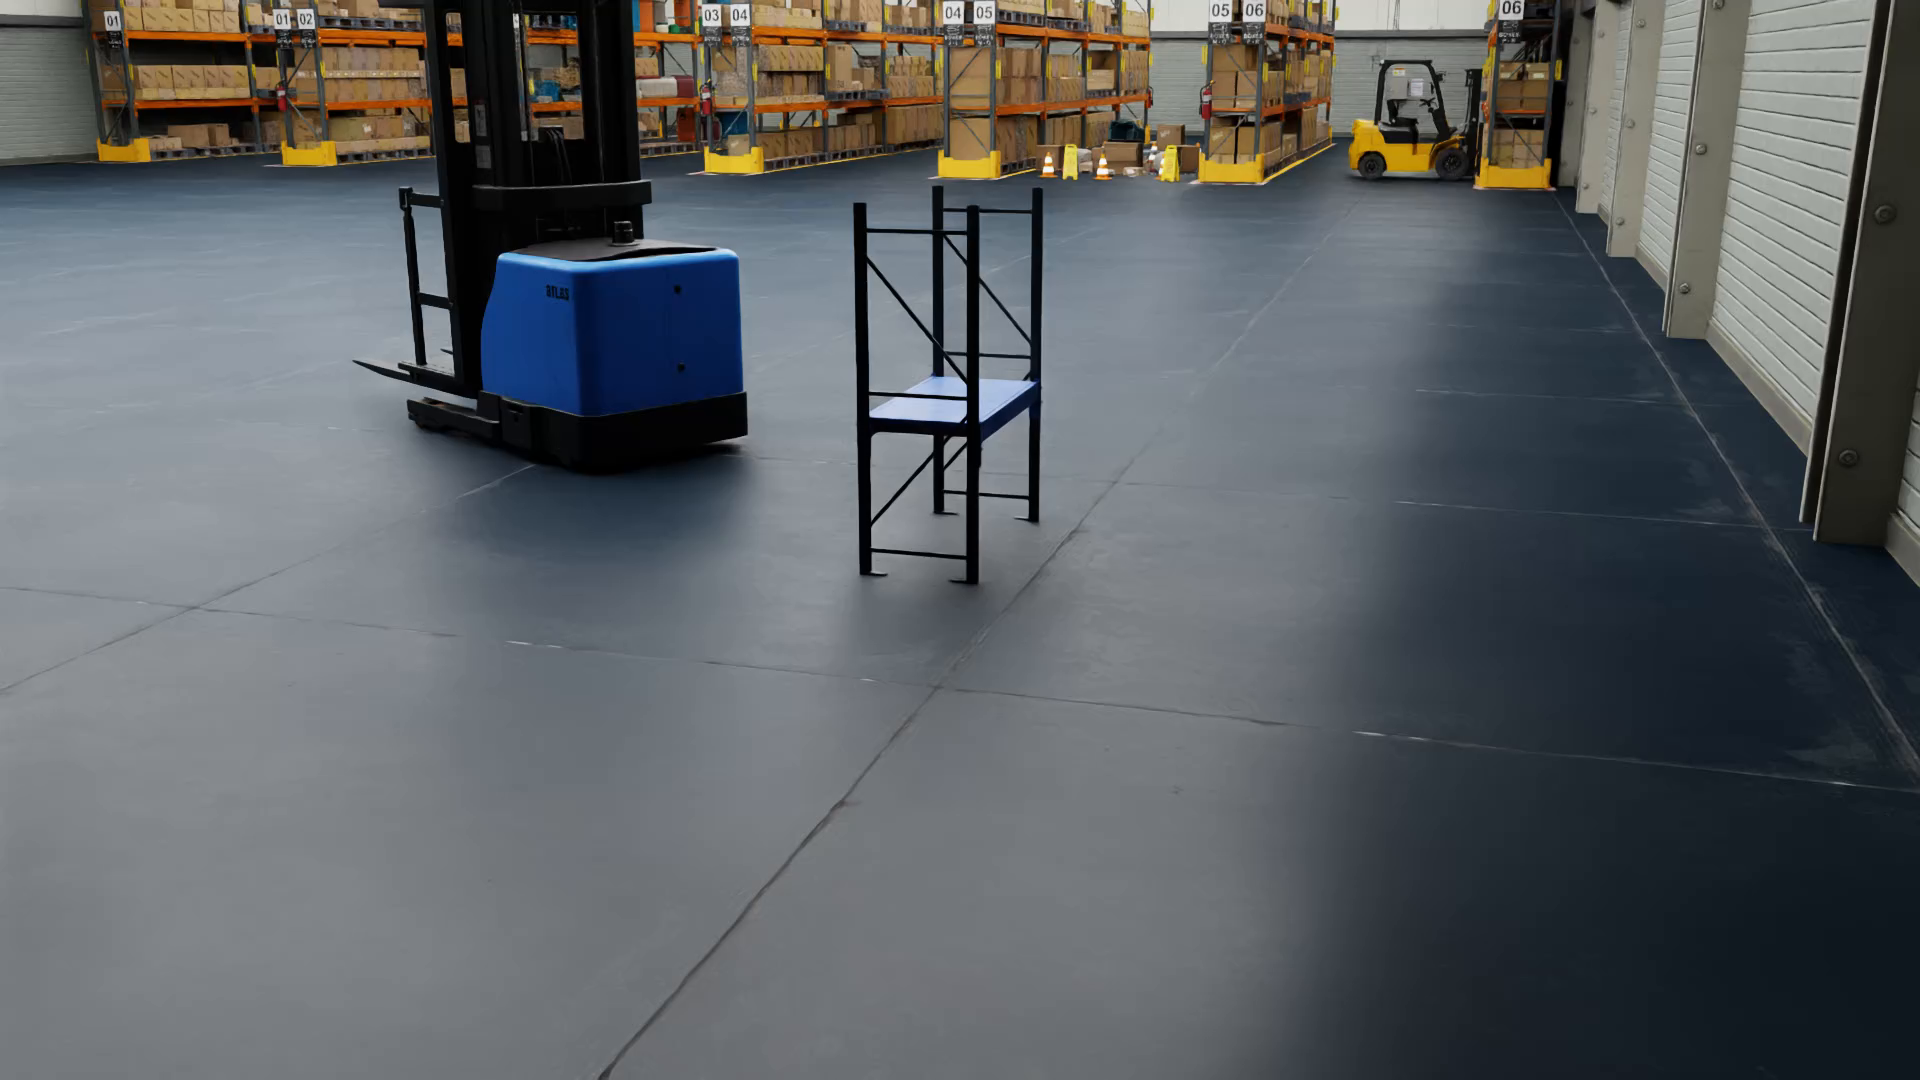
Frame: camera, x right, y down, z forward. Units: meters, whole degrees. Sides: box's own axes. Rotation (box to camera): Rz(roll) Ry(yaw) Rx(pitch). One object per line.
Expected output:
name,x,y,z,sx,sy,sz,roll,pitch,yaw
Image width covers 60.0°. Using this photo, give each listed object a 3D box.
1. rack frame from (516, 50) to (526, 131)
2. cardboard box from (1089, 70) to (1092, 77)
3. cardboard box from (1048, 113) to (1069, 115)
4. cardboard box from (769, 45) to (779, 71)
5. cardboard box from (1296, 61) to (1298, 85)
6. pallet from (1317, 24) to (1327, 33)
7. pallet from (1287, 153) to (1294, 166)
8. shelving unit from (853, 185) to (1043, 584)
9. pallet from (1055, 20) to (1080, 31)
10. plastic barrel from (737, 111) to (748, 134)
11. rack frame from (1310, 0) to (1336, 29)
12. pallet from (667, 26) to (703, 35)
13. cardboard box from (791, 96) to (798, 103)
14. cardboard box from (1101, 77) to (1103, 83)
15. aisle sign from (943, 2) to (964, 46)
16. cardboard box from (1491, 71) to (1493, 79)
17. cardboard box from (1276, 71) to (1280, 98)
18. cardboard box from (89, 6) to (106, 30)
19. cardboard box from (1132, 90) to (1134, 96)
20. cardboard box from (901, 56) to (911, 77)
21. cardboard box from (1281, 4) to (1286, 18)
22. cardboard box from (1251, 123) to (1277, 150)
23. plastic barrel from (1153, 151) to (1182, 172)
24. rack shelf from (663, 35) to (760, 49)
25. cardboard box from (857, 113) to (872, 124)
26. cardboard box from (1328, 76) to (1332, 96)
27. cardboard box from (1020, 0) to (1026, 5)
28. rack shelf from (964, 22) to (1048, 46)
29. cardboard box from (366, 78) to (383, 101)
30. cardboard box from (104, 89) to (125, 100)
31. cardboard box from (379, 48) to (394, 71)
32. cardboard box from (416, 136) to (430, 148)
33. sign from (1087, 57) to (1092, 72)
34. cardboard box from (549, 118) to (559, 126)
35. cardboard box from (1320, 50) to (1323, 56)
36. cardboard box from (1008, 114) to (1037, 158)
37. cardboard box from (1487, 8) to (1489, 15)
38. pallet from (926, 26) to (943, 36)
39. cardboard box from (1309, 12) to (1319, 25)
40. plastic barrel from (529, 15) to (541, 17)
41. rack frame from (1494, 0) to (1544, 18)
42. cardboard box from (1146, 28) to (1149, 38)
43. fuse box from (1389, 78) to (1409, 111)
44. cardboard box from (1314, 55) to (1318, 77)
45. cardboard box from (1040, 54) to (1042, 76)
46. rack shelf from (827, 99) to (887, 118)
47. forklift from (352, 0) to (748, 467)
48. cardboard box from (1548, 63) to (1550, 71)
rack frame,-11.766,-11.657,42.931,1.000,3.000,0.127,5,16,16
cardboard box,2.922,-11.085,39.513,0.380,0.149,0.250,5,16,16
cardboard box,2.401,-10.037,39.654,0.500,0.250,0.500,4,16,15
cardboard box,-3.976,-9.720,33.542,0.500,0.500,0.500,5,16,16
cardboard box,6.935,-9.961,35.454,0.500,0.500,0.500,4,16,14
pallet,8.612,-12.780,41.554,1.003,0.211,1.213,5,16,16
pallet,6.660,-8.256,36.049,1.003,0.211,1.213,5,16,16
shelving unit,-0.024,-0.699,7.046,0.538,1.500,1.048,5,16,16
pallet,2.011,-11.364,36.746,1.003,0.211,1.213,5,17,18
plastic barrel,-6.052,-11.370,44.995,0.600,0.901,0.708,5,16,16
rack frame,9.506,-15.099,44.071,1.000,3.000,0.127,5,16,16
pallet,-6.707,-12.817,41.869,1.003,0.211,1.213,5,16,16
cardboard box,-3.625,-9.250,34.906,0.380,0.149,0.250,5,16,16
cardboard box,3.299,-11.283,40.758,0.380,0.149,0.250,5,17,16
aisle sign,-0.124,-9.639,31.053,0.394,0.787,0.004,5,16,16
cardboard box,10.176,-8.721,31.207,0.380,0.149,0.250,4,16,15
cardboard box,5.925,-8.858,32.332,0.500,0.500,0.500,5,17,17
cardboard box,-18.914,-11.577,36.932,0.500,0.500,0.500,6,17,20
cardboard box,4.459,-12.012,44.642,0.380,0.149,0.250,4,16,14
cardboard box,-1.674,-11.955,41.960,0.797,0.503,0.637,5,17,18
cardboard box,6.086,-10.319,32.444,0.500,0.250,0.500,4,16,15
cardboard box,5.898,-7.871,32.477,0.500,0.500,0.500,6,17,19
plastic barrel,4.094,-7.445,32.802,0.421,0.421,0.512,-10,19,-32
rack shelf,-6.450,-12.892,43.107,1.077,0.370,4.000,5,16,16
cardboard box,-2.431,-10.080,39.772,0.500,0.250,0.500,5,17,18
cardboard box,9.622,-12.114,44.358,0.500,0.500,0.500,5,17,16
cardboard box,0.997,-10.651,32.663,0.500,0.250,0.500,5,16,16
rack shelf,0.753,-10.004,32.925,1.077,0.370,4.000,5,16,16
cardboard box,-13.457,-10.139,37.394,0.700,0.500,0.500,5,17,18
cardboard box,-18.843,-10.022,37.405,0.500,0.250,0.500,5,17,17
cardboard box,-13.308,-10.903,37.712,0.700,0.500,0.500,5,16,16
cardboard box,-12.825,-9.352,39.072,0.500,0.250,0.500,5,16,16
sign,2.991,-10.992,38.464,0.100,0.325,0.005,5,16,16
cardboard box,-11.072,-11.032,44.500,0.500,0.500,0.500,4,16,15
cardboard box,8.927,-12.268,41.882,0.380,0.149,0.250,5,16,15
cardboard box,1.075,-8.451,34.752,0.875,0.875,0.875,5,17,17
cardboard box,12.624,-12.453,39.204,0.380,0.149,0.250,5,17,17
pallet,-0.890,-13.548,44.264,1.003,0.211,1.213,5,16,16
cardboard box,8.320,-12.521,39.875,0.500,0.311,0.500,5,16,16
plastic barrel,-9.089,-11.223,34.789,0.600,0.588,0.600,0,16,0
rack frame,11.992,-12.622,35.338,1.000,3.000,0.127,5,16,16
cardboard box,4.855,-13.801,45.269,0.500,0.250,0.500,4,16,15
fuse box,13.058,-12.869,49.564,0.539,1.711,0.414,5,16,16
cardboard box,8.343,-11.423,40.090,0.500,0.500,0.500,5,17,17
cardboard box,1.456,-10.090,35.390,0.700,0.500,0.500,4,16,15
rack shelf,-2.838,-10.019,38.473,1.077,0.370,4.000,5,16,16
forklift,-2.557,-2.113,9.409,1.130,2.935,3.031,-15,22,-43
cardboard box,10.155,-8.282,29.114,0.380,0.149,0.250,5,17,18
